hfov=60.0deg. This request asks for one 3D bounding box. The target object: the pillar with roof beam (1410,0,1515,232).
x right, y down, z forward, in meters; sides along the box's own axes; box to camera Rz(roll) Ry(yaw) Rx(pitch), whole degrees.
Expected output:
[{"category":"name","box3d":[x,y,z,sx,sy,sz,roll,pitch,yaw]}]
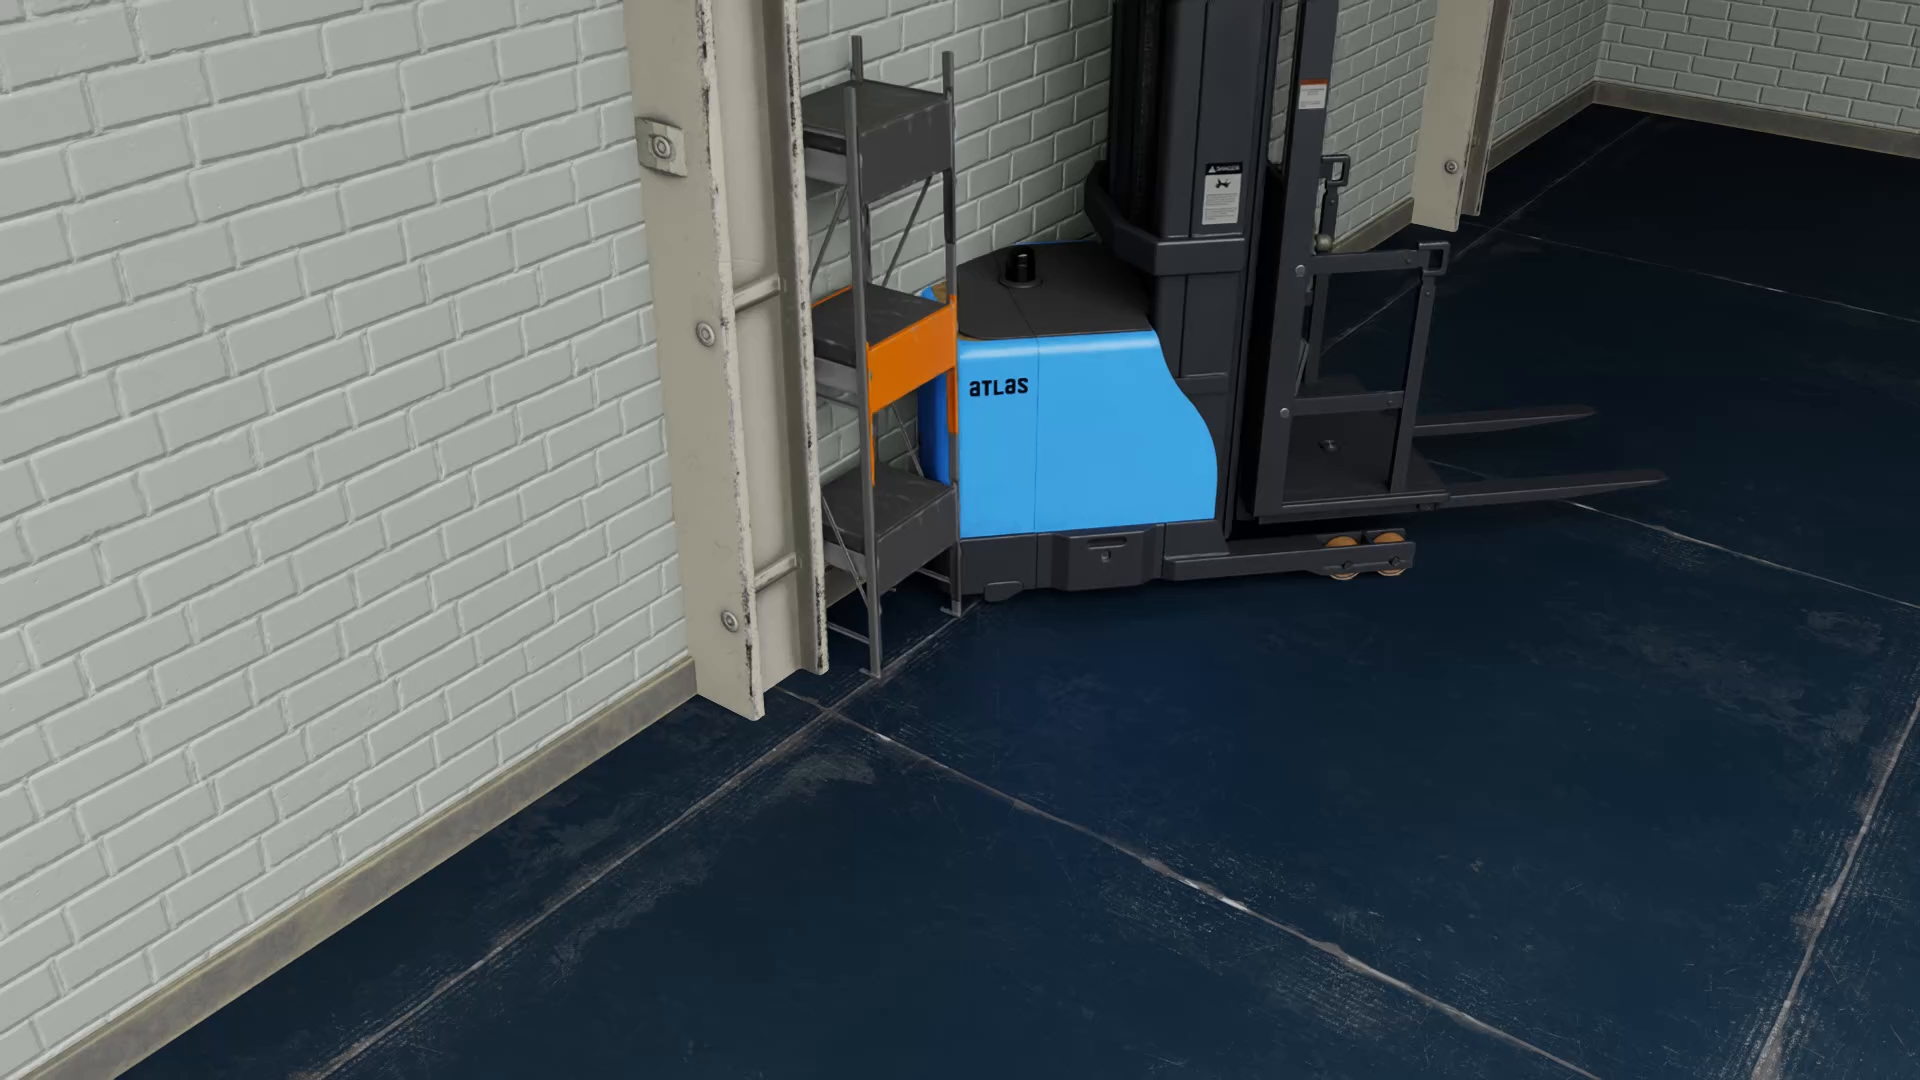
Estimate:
[{"category":"pillar with roof beam","box3d":[6.346,-4.491,5.501,9.100,9.000,0.400,21,37,31]}]

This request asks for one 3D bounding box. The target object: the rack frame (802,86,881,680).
[{"category":"rack frame","box3d":[-0.459,-0.468,5.475,0.400,2.100,0.015,20,36,31]}]

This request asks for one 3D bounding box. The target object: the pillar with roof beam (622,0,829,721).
[{"category":"pillar with roof beam","box3d":[2.725,-2.052,1.386,9.100,9.000,0.400,21,37,31]}]

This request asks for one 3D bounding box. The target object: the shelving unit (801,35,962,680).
[{"category":"shelving unit","box3d":[-0.316,-0.570,5.645,0.431,2.100,0.503,20,36,31]}]

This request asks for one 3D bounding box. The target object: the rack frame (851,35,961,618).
[{"category":"rack frame","box3d":[-0.174,-0.672,5.814,0.400,2.100,0.015,20,36,31]}]

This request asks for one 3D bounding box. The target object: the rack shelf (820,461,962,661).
[{"category":"rack shelf","box3d":[-0.308,0.045,6.007,0.431,0.518,0.480,20,36,31]}]

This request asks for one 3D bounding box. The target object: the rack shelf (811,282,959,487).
[{"category":"rack shelf","box3d":[-0.316,-0.558,5.652,0.431,0.518,0.480,20,36,31]}]

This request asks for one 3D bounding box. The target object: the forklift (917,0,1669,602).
[{"category":"forklift","box3d":[1.327,-1.367,6.182,3.031,2.935,1.130,-5,31,-8]}]

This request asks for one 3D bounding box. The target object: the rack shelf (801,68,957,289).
[{"category":"rack shelf","box3d":[-0.324,-1.161,5.296,0.431,0.518,0.480,20,36,31]}]
